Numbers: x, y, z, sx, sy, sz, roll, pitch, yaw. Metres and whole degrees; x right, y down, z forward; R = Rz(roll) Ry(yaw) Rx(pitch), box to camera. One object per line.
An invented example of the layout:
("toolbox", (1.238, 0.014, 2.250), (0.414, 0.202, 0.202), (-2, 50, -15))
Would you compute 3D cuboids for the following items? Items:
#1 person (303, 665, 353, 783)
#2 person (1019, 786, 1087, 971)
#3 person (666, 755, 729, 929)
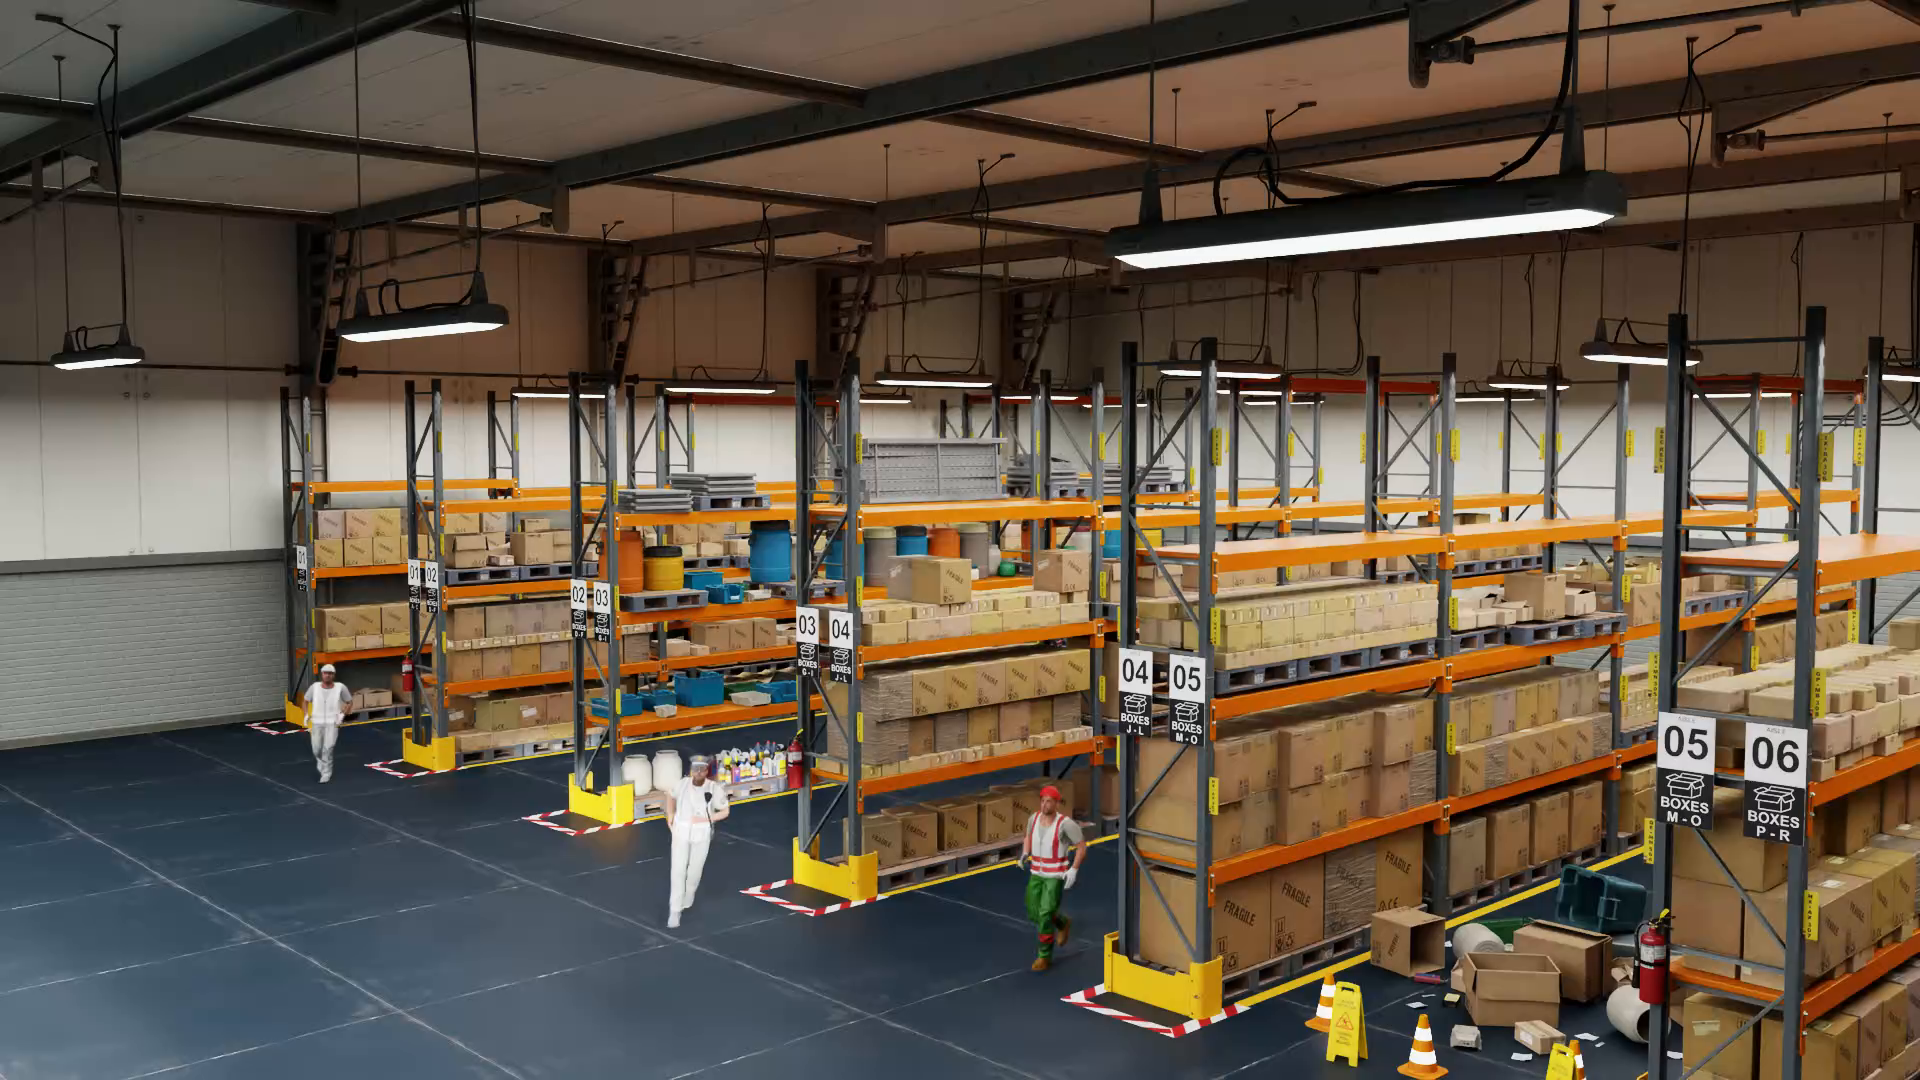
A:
("person", (-9.429, 2.713, 24.807), (0.718, 1.732, 0.693), (-1, 4, -15))
("person", (0.892, 3.263, 16.223), (0.696, 1.758, 0.662), (3, 5, 40))
("person", (-2.811, 3.168, 17.781), (0.681, 1.797, 0.917), (0, 4, -2))
